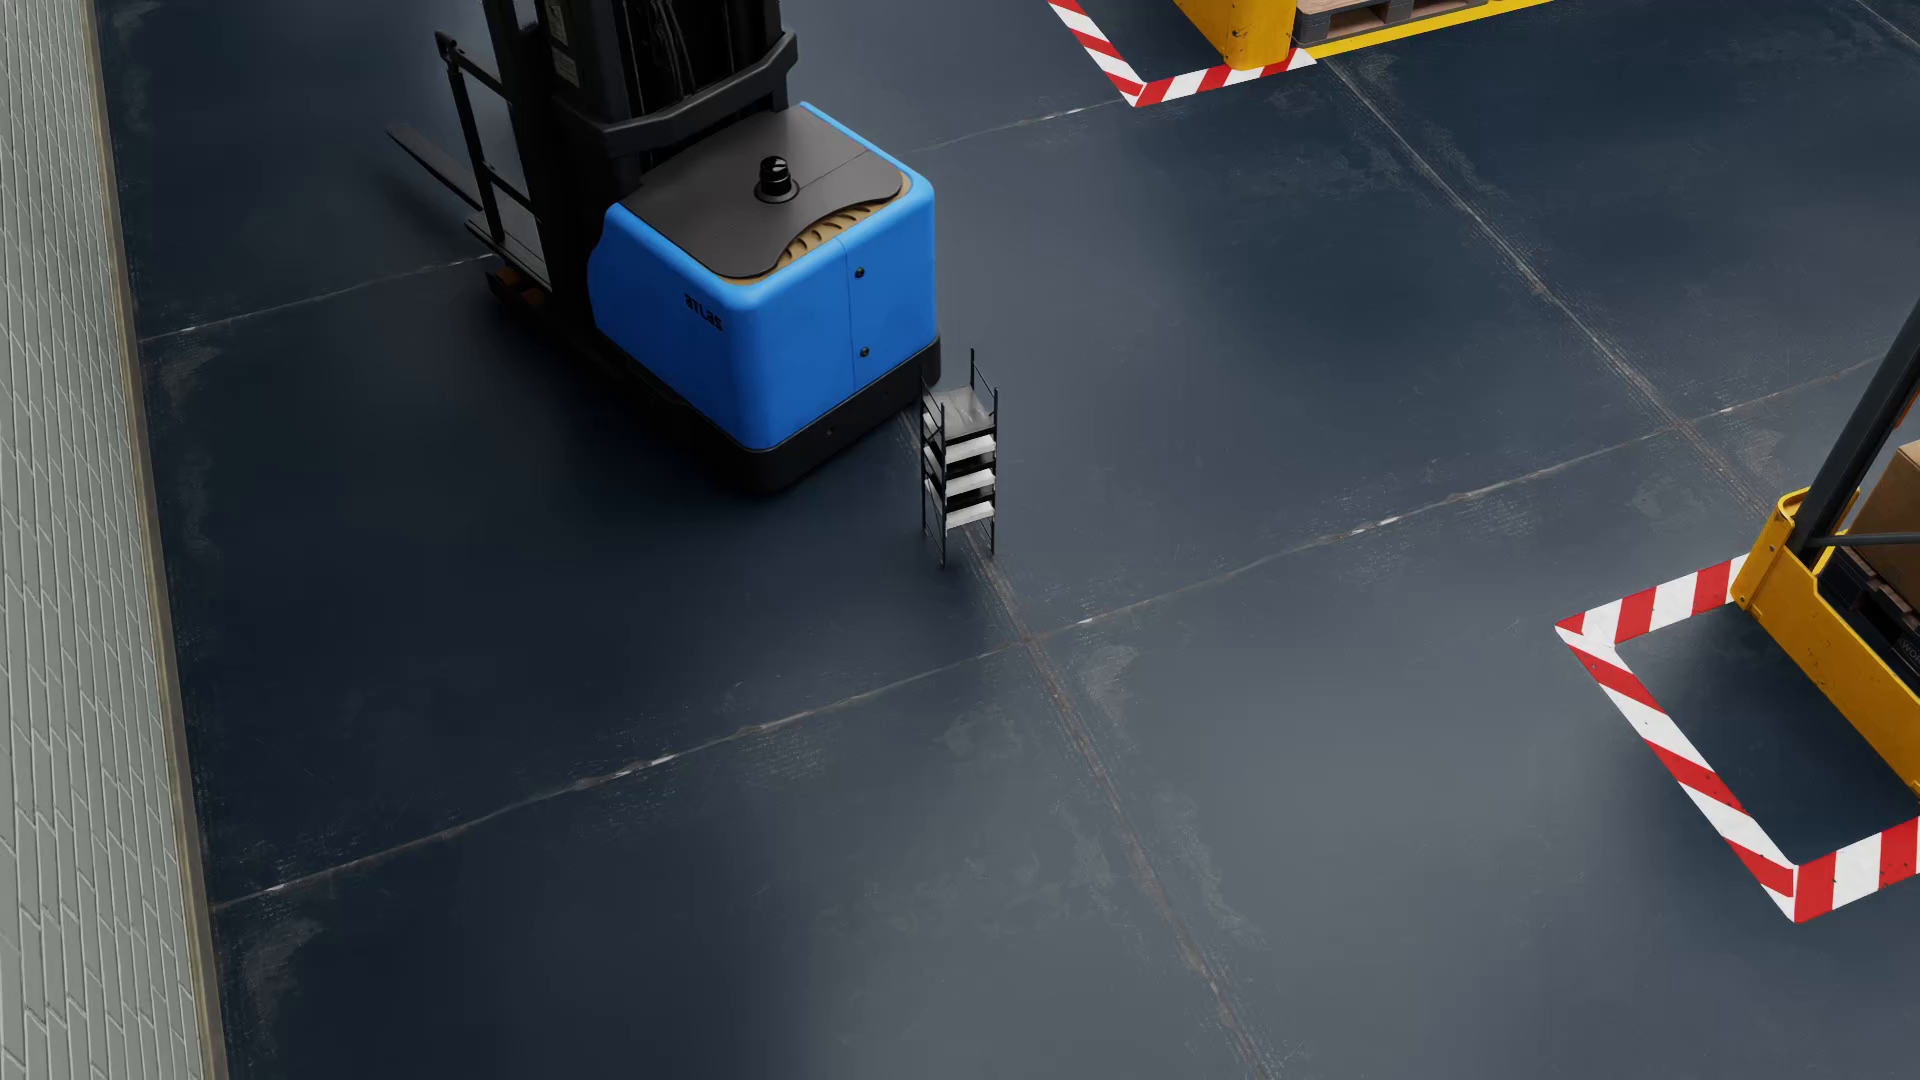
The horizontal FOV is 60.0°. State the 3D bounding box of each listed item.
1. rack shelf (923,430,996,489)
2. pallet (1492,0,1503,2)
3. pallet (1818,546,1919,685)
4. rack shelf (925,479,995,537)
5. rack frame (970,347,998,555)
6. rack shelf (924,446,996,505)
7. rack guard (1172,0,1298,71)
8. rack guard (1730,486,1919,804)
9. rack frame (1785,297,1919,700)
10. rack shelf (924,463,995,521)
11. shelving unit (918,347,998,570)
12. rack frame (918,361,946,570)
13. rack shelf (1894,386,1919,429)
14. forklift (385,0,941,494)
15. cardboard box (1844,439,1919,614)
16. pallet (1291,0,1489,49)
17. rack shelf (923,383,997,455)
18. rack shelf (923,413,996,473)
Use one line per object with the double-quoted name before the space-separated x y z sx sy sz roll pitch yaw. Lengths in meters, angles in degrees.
"rack shelf" -0.008 -0.328 6.204 0.200 0.077 0.258 -17 52 -14
"pallet" 3.297 -3.539 9.491 1.213 0.211 1.003 -17 52 -14
"pallet" 4.069 0.246 6.240 1.213 0.211 1.003 -17 52 -14
"rack shelf" -0.008 -0.152 6.409 0.200 0.077 0.258 -17 52 -14
"rack frame" 0.087 -0.320 6.272 0.006 0.900 0.240 -17 52 -14
"rack shelf" -0.008 -0.269 6.273 0.200 0.077 0.258 -17 52 -14
"rack guard" 1.374 -3.061 8.890 0.348 0.500 1.175 -17 52 -14
"rack guard" 3.331 0.382 5.933 0.348 0.500 1.175 -17 52 -14
"rack frame" 3.261 -0.411 4.966 0.127 3.000 1.000 -17 52 -14
"rack shelf" -0.008 -0.211 6.341 0.200 0.077 0.258 -17 52 -14
"shelving unit" -0.008 -0.291 6.247 0.210 0.900 0.258 -17 52 -14
"rack frame" -0.102 -0.262 6.222 0.006 0.900 0.240 -17 52 -14
"rack shelf" 5.112 -0.750 5.732 4.000 0.370 1.077 -17 52 -14
"forklift" -1.472 -2.158 6.512 1.130 2.935 3.031 -37 58 -27
"cardboard box" 3.671 -0.069 6.030 0.500 0.500 0.500 -17 52 -14
"pallet" 2.169 -3.192 9.193 1.213 0.211 1.003 -17 52 -14
"rack shelf" -0.008 -0.445 6.068 0.200 0.077 0.258 -17 52 -14
"rack shelf" -0.008 -0.386 6.136 0.200 0.077 0.258 -17 52 -14
